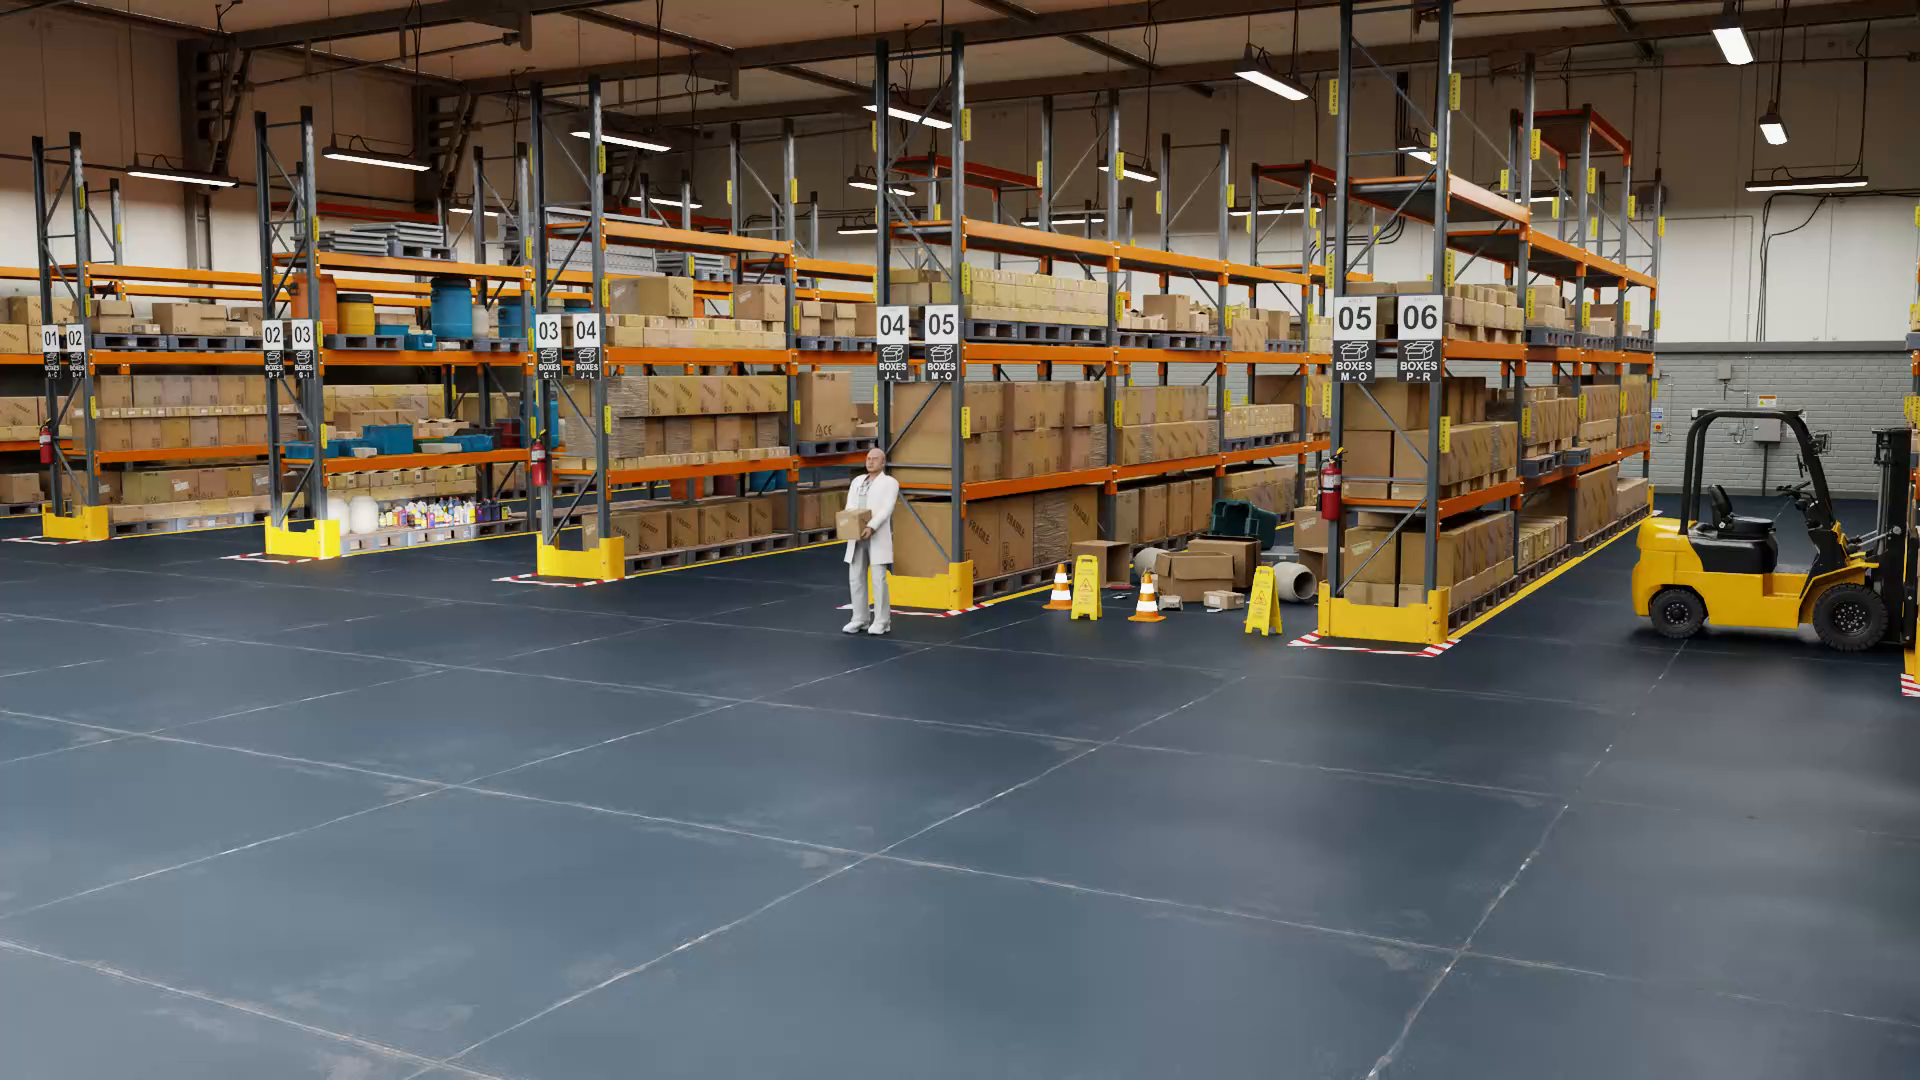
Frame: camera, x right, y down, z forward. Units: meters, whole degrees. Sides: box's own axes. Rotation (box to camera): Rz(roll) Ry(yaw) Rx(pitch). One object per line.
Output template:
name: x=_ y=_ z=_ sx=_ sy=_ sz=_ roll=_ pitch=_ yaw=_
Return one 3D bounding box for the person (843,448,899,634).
person: x=-0.903 y=0.015 z=15.935 sx=0.531 sy=1.771 sz=0.553 roll=3 pitch=7 yaw=28
